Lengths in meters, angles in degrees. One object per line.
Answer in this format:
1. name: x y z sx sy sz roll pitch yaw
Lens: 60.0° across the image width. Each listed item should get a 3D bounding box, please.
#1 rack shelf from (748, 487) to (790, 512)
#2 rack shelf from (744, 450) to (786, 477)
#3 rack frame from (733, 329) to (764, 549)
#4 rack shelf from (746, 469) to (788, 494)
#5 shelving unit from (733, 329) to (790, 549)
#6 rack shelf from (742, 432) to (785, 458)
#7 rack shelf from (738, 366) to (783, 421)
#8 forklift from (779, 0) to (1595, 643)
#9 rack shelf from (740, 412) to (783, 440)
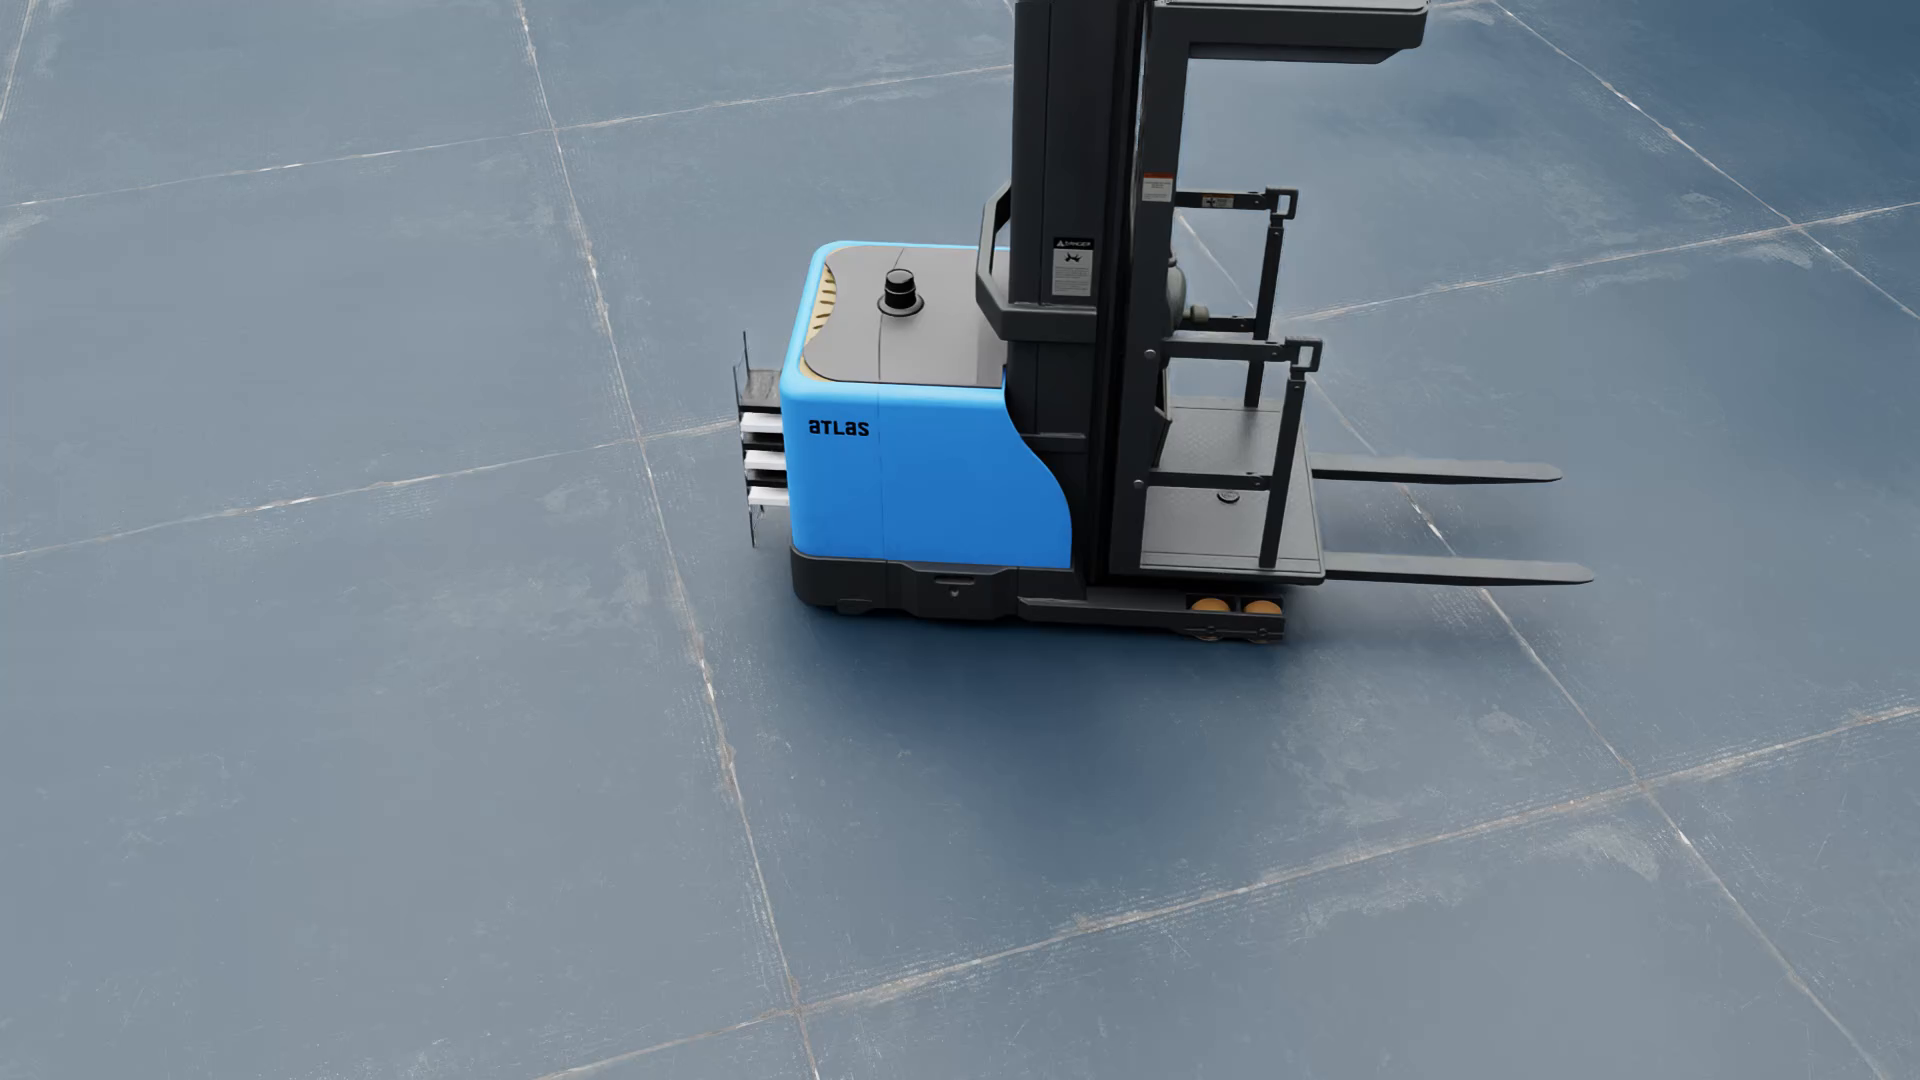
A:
1. rack shelf: -0.724 -0.216 6.637 0.200 0.077 0.258 3 41 3
2. rack shelf: -0.724 -0.352 6.519 0.200 0.077 0.258 3 41 3
3. rack frame: -0.825 -0.381 6.503 0.006 0.900 0.240 3 41 3
4. rack shelf: -0.724 -0.284 6.578 0.200 0.077 0.258 3 41 3
5. shelving unit: -0.724 -0.377 6.497 0.210 0.900 0.258 3 41 3
6. rack shelf: -0.724 -0.419 6.460 0.200 0.077 0.258 3 41 3
7. rack shelf: -0.724 -0.555 6.341 0.200 0.077 0.258 3 41 3
8. forklift: 0.896 -1.077 5.755 3.031 2.935 1.130 3 41 3
9. rack shelf: -0.724 -0.487 6.401 0.200 0.077 0.258 3 41 3
